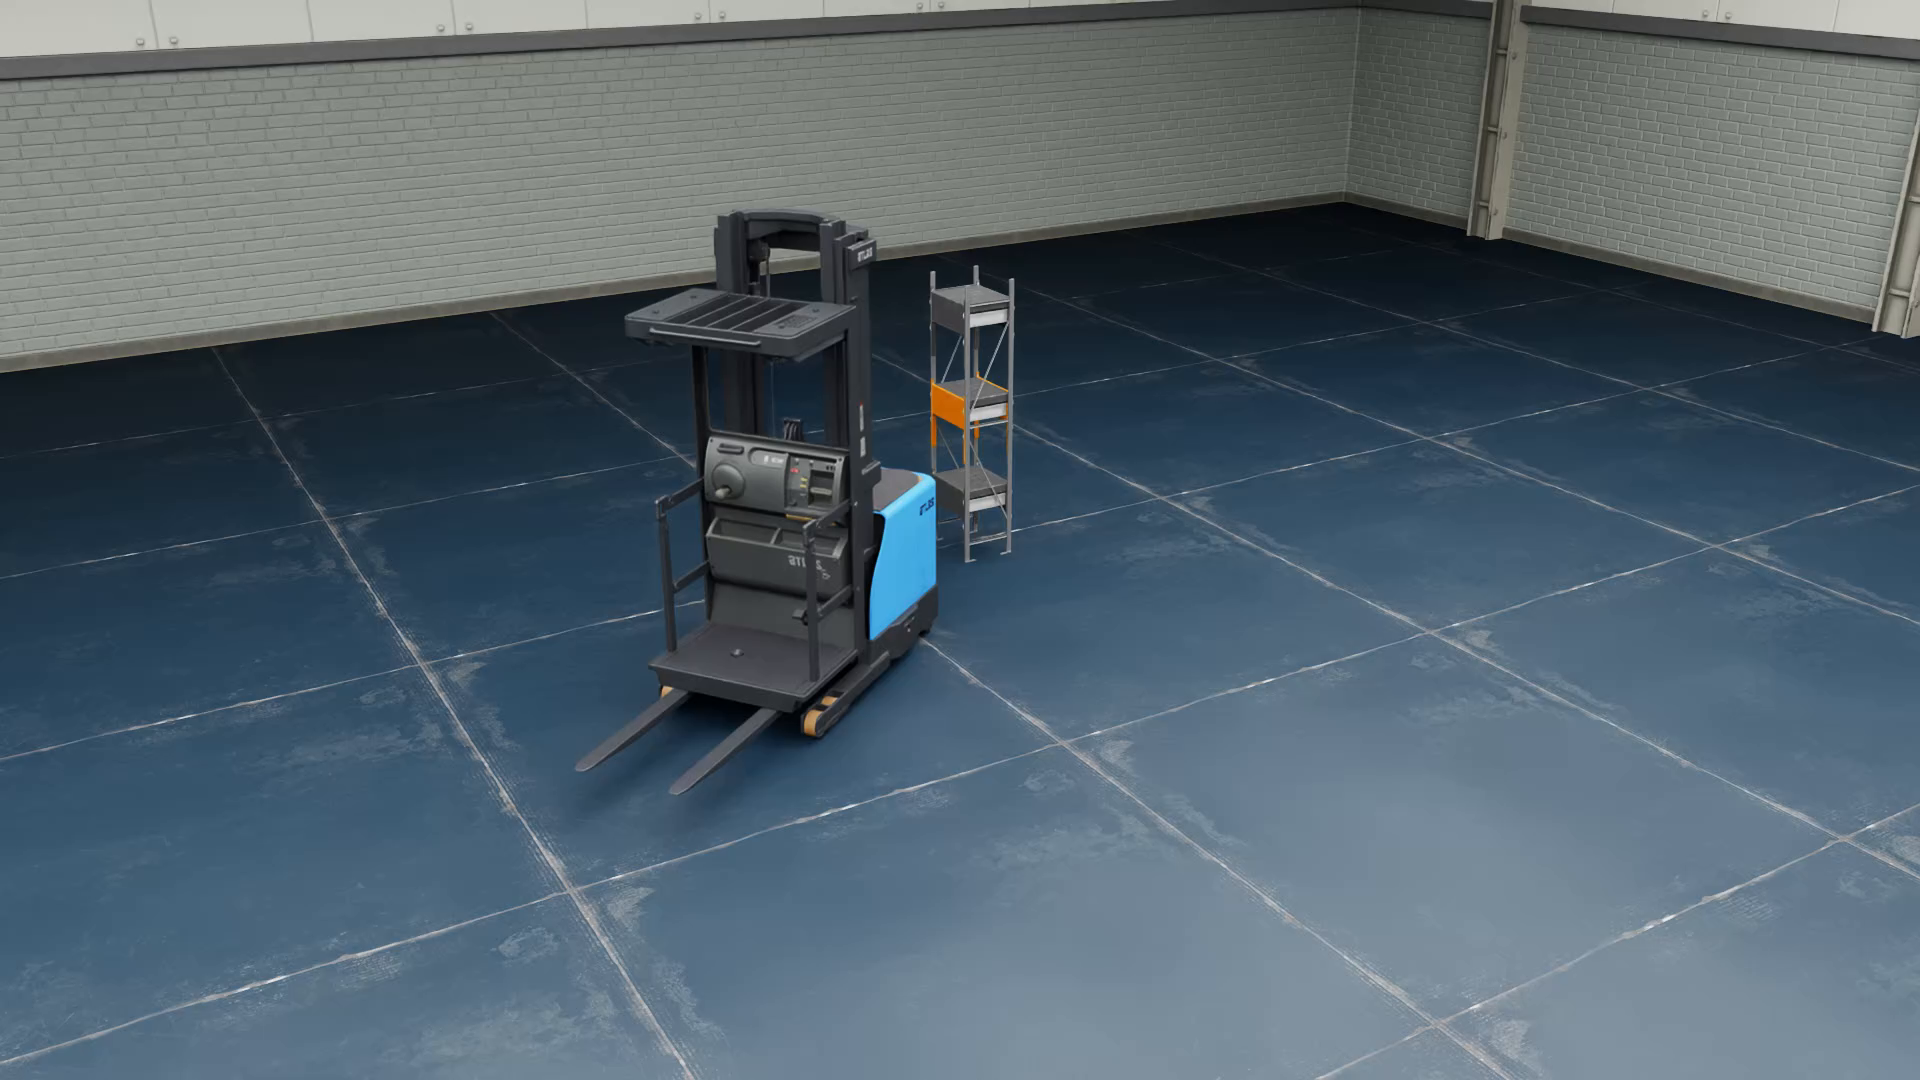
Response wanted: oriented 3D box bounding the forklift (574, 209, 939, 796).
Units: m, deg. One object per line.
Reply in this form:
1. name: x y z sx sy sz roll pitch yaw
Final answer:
1. forklift: -1.204 -0.362 9.810 1.130 2.935 3.031 9 24 22

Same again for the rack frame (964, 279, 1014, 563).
1. rack frame: 0.209 -0.840 12.090 0.400 2.100 0.015 -13 25 -28

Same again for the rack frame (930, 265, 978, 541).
1. rack frame: -0.040 -0.998 12.479 0.400 2.100 0.015 -13 25 -28

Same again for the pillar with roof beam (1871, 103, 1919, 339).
1. pillar with roof beam: 6.701 -5.644 14.746 9.100 9.000 0.400 -13 25 -28

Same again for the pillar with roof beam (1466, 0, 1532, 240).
1. pillar with roof beam: 3.637 -7.586 19.524 9.100 9.000 0.400 -13 25 -28

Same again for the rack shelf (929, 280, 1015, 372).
1. rack shelf: 0.085 -1.555 12.026 0.431 0.518 0.480 -13 25 -28

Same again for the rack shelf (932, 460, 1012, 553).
1. rack shelf: 0.085 -0.258 12.553 0.431 0.518 0.480 -13 25 -28

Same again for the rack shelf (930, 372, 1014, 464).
1. rack shelf: 0.085 -0.906 12.289 0.431 0.518 0.480 -13 25 -28

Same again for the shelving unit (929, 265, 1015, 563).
1. shelving unit: 0.085 -0.919 12.284 0.431 2.100 0.503 -13 25 -28
